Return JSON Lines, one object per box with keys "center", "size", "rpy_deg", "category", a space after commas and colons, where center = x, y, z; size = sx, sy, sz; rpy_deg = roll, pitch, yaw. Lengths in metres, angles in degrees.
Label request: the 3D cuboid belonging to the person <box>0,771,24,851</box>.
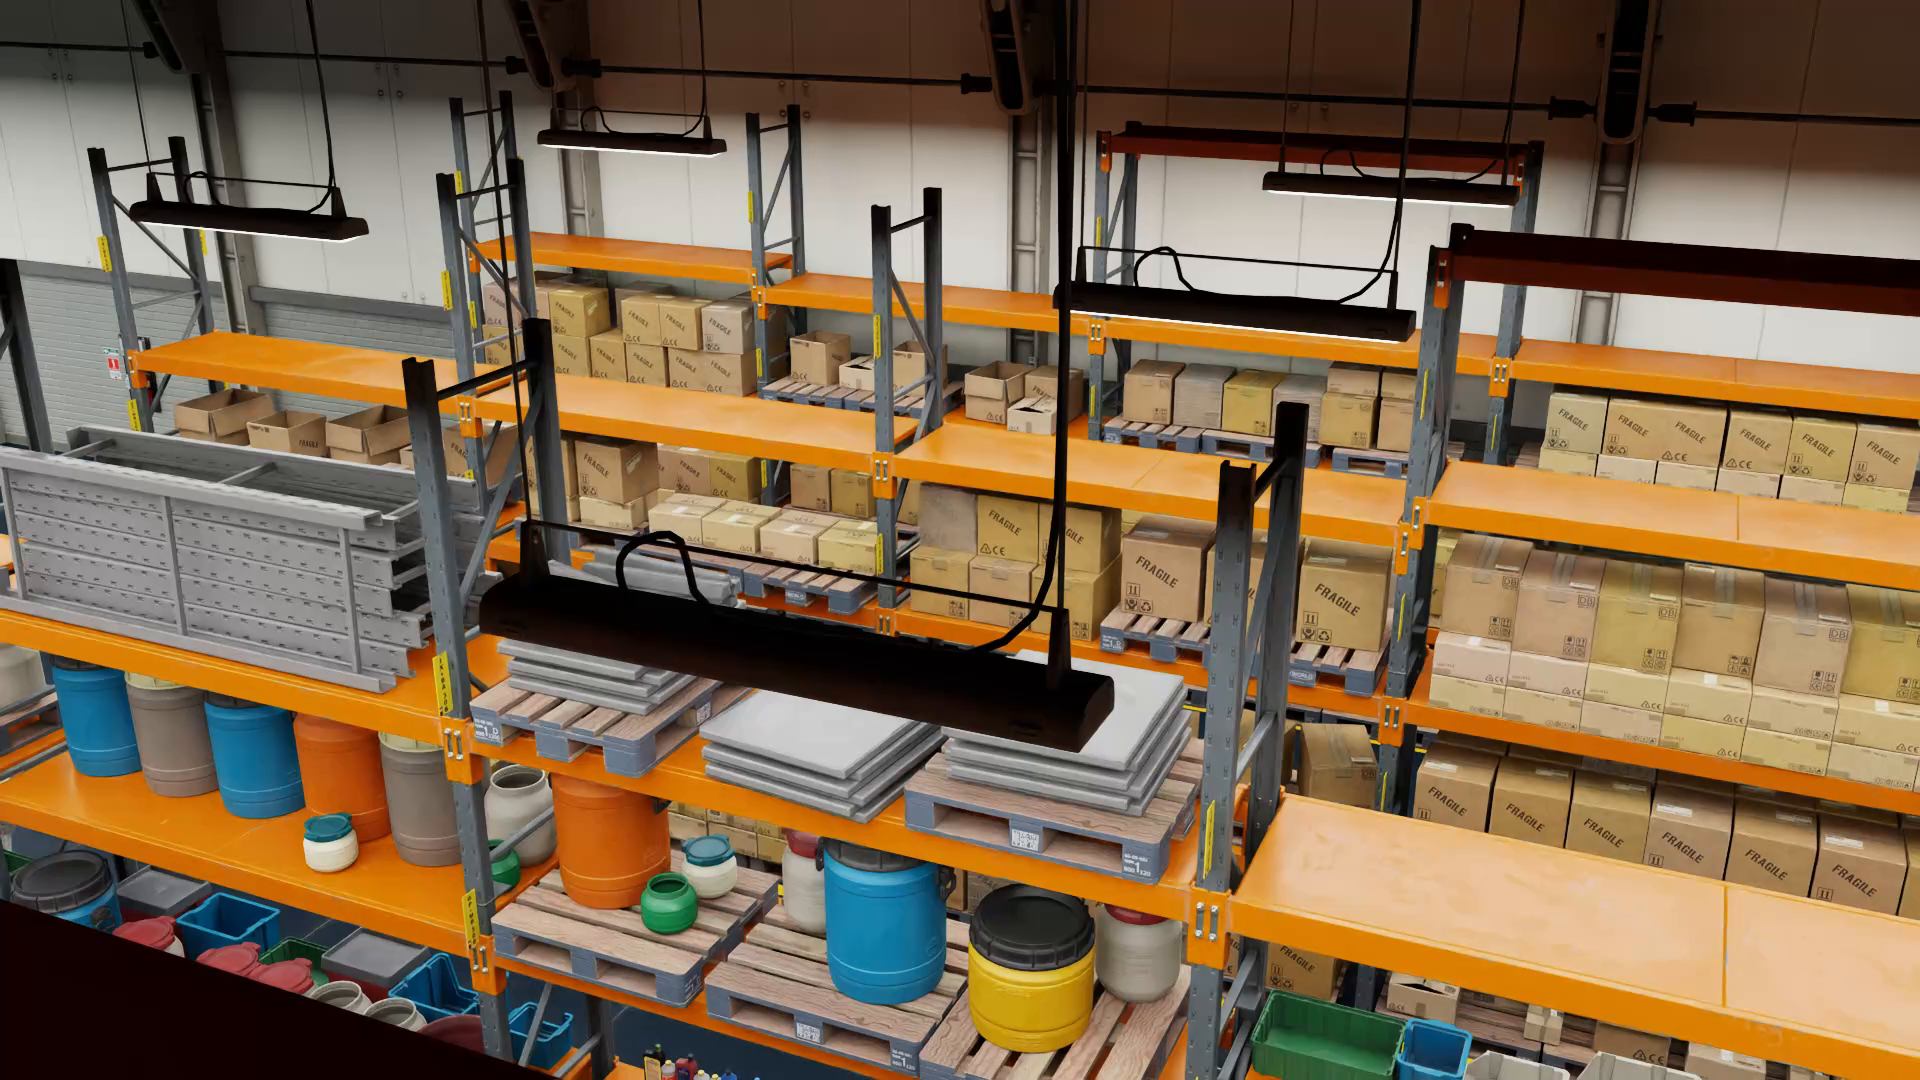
{"center": [-8.258, 2.274, 14.145], "size": [0.759, 1.818, 0.564], "rpy_deg": [15, 25, 34], "category": "person"}
